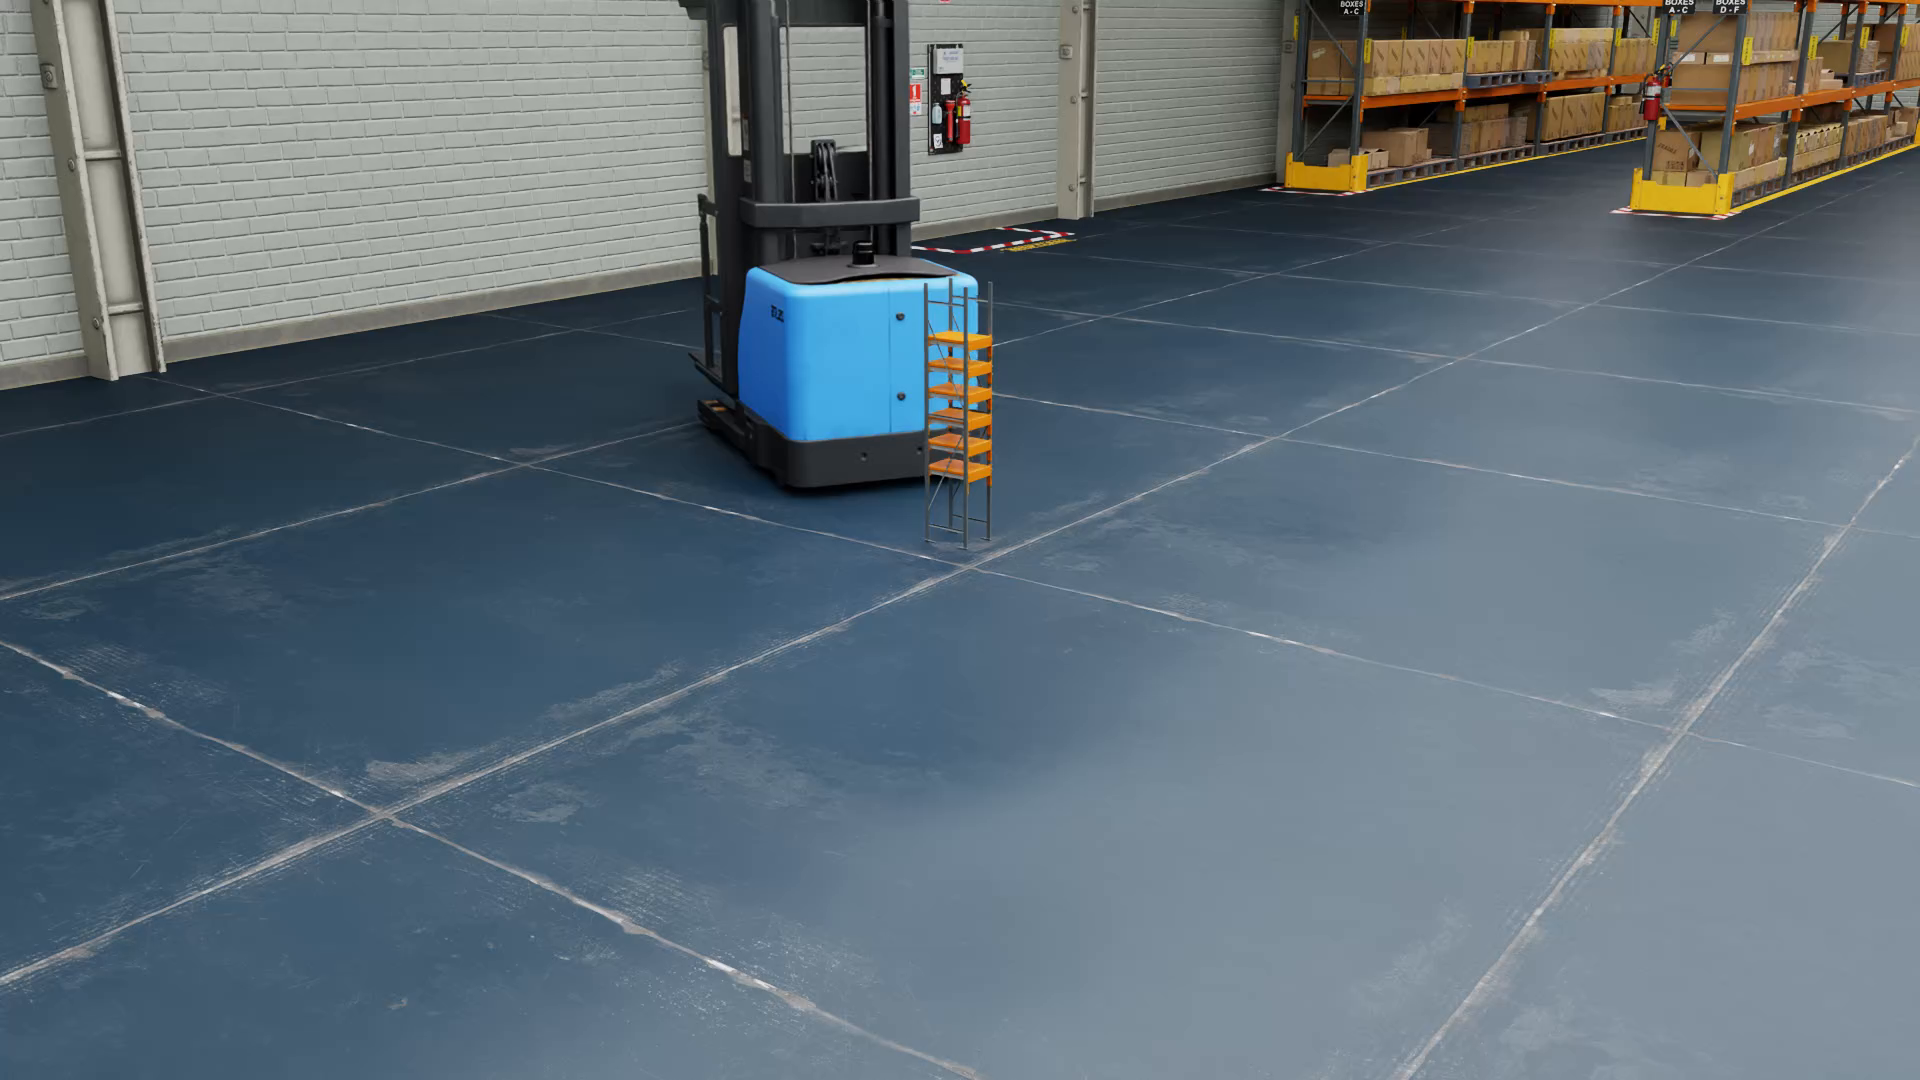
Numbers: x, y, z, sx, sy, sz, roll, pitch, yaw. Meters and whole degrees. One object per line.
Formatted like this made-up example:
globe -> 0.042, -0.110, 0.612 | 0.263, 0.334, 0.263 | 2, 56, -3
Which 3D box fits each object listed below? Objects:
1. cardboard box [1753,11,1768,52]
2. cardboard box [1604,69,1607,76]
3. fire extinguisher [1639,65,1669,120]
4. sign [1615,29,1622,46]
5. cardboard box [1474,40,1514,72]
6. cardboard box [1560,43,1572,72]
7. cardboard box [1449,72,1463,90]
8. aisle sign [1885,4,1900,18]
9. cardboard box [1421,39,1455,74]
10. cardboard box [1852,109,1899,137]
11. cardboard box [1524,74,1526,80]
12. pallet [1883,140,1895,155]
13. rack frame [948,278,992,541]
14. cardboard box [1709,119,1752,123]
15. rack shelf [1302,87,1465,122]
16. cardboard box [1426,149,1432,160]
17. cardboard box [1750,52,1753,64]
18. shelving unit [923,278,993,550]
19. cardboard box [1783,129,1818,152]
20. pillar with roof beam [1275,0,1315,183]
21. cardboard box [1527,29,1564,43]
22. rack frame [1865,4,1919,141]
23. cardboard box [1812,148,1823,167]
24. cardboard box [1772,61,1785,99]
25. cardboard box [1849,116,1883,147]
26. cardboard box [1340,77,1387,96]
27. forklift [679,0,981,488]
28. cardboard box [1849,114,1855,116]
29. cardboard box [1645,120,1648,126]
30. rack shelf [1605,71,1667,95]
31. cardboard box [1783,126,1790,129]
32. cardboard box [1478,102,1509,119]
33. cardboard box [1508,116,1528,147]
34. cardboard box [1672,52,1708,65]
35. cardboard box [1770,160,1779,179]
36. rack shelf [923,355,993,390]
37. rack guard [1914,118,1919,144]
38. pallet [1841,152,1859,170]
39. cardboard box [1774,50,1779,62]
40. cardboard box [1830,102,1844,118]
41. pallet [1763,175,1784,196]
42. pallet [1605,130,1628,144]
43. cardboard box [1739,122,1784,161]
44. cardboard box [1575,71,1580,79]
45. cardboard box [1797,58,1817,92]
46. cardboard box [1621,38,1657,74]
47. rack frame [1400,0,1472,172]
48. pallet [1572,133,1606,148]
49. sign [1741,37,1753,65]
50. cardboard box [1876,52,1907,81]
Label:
cardboard box -> 10.187, -6.708, 21.932 | 0.700, 0.500, 0.500 | 13, 21, 35
cardboard box -> 12.453, -9.165, 32.588 | 0.380, 0.149, 0.250 | 13, 21, 35
fire extinguisher -> 8.814, -5.690, 21.139 | 0.296, 0.674, 0.183 | 12, 21, 35
sign -> 12.869, -9.827, 32.513 | 0.100, 0.325, 0.005 | 12, 21, 35
cardboard box -> 9.047, -8.296, 28.492 | 0.700, 0.500, 0.500 | 12, 21, 35
cardboard box -> 10.859, -8.846, 30.467 | 0.500, 0.500, 0.500 | 13, 22, 36
cardboard box -> 7.622, -7.272, 26.322 | 0.500, 0.250, 0.500 | 12, 21, 35
aisle sign -> 18.596, -10.794, 33.060 | 0.394, 0.787, 0.004 | 12, 21, 35
cardboard box -> 7.335, -7.509, 25.822 | 0.500, 0.500, 0.500 | 12, 21, 34
cardboard box -> 17.523, -7.998, 31.907 | 0.797, 0.503, 0.637 | 12, 21, 35
cardboard box -> 10.426, -8.380, 30.061 | 0.380, 0.149, 0.250 | 12, 21, 34
pallet -> 16.818, -7.363, 31.098 | 1.003, 0.211, 1.213 | 12, 21, 35
rack frame -> 0.046, -0.591, 7.625 | 0.240, 1.200, 0.006 | 12, 21, 35
cardboard box -> 11.113, -5.816, 24.079 | 0.500, 0.500, 0.500 | 12, 21, 35
rack shelf -> 6.469, -6.680, 25.411 | 1.077, 0.370, 4.000 | 12, 21, 35
cardboard box -> 7.366, -6.225, 26.766 | 0.380, 0.166, 0.250 | 9, 20, 28
cardboard box -> 9.970, -6.209, 21.416 | 0.380, 0.149, 0.250 | 13, 21, 35
shelving unit -> -0.009, -0.570, 7.555 | 0.258, 1.200, 0.189 | 12, 21, 35
cardboard box -> 12.697, -6.077, 25.238 | 0.500, 0.311, 0.500 | 12, 21, 33
pillar with roof beam -> 8.457, -8.971, 21.460 | 9.100, 9.000, 0.400 | 12, 21, 35
cardboard box -> 10.539, -9.080, 29.957 | 0.500, 0.250, 0.500 | 13, 22, 36
rack frame -> 18.791, -9.484, 33.226 | 1.000, 3.000, 0.127 | 12, 21, 35
cardboard box -> 12.996, -5.932, 25.716 | 0.500, 0.250, 0.500 | 13, 21, 36
cardboard box -> 11.073, -6.440, 23.255 | 0.700, 0.500, 0.500 | 12, 21, 34
cardboard box -> 16.043, -7.263, 29.548 | 0.500, 0.500, 0.500 | 13, 21, 35
cardboard box -> 5.823, -6.546, 23.983 | 0.500, 0.250, 0.500 | 12, 21, 33
forklift -> -0.915, -2.057, 9.425 | 1.130, 2.935, 3.031 | -7, 19, -21
cardboard box -> 15.924, -7.475, 30.231 | 0.500, 0.500, 0.500 | 11, 21, 32
cardboard box -> 14.474, -9.181, 35.757 | 0.700, 0.500, 0.500 | 12, 21, 35
rack shelf -> 13.619, -9.538, 34.615 | 1.077, 0.370, 4.000 | 12, 21, 35
cardboard box -> 12.865, -6.413, 26.320 | 0.500, 0.311, 0.500 | 12, 21, 33
cardboard box -> 9.267, -7.522, 29.117 | 0.500, 0.250, 0.500 | 13, 21, 36
cardboard box -> 9.657, -7.289, 29.630 | 0.700, 0.500, 0.500 | 13, 21, 35
cardboard box -> 9.333, -6.155, 21.245 | 0.380, 0.149, 0.250 | 12, 21, 34
cardboard box -> 11.235, -5.247, 23.510 | 0.500, 0.250, 0.500 | 12, 21, 35
rack shelf -> -0.009, -0.756, 7.497 | 0.258, 0.103, 0.180 | 12, 21, 35
rack guard -> 18.746, -8.272, 33.538 | 1.175, 0.500, 0.348 | 12, 21, 35
pallet -> 14.500, -6.418, 28.055 | 1.003, 0.211, 1.213 | 12, 21, 35
cardboard box -> 10.893, -6.579, 22.608 | 0.380, 0.149, 0.250 | 13, 22, 36
cardboard box -> 15.328, -7.595, 29.353 | 0.500, 0.250, 0.500 | 12, 21, 35
pallet -> 11.134, -5.112, 23.850 | 1.003, 0.211, 1.213 | 12, 21, 35
pallet -> 12.943, -8.241, 33.926 | 1.003, 0.211, 1.213 | 12, 21, 35
cardboard box -> 11.233, -5.605, 23.400 | 0.500, 0.500, 0.500 | 12, 21, 35
cardboard box -> 11.494, -8.809, 31.441 | 0.380, 0.149, 0.250 | 13, 22, 36
cardboard box -> 12.724, -7.098, 25.375 | 0.500, 0.500, 0.500 | 12, 21, 35
cardboard box -> 14.090, -10.203, 35.036 | 0.980, 0.700, 0.700 | 12, 21, 34
rack frame -> 7.661, -7.500, 26.838 | 1.000, 3.000, 0.127 | 12, 21, 35
pallet -> 12.028, -7.877, 32.753 | 1.003, 0.211, 1.213 | 12, 21, 35
sign -> 9.700, -6.025, 20.494 | 0.100, 0.325, 0.005 | 12, 21, 35
cardboard box -> 16.930, -8.652, 30.379 | 0.500, 0.500, 0.500 | 13, 22, 36
